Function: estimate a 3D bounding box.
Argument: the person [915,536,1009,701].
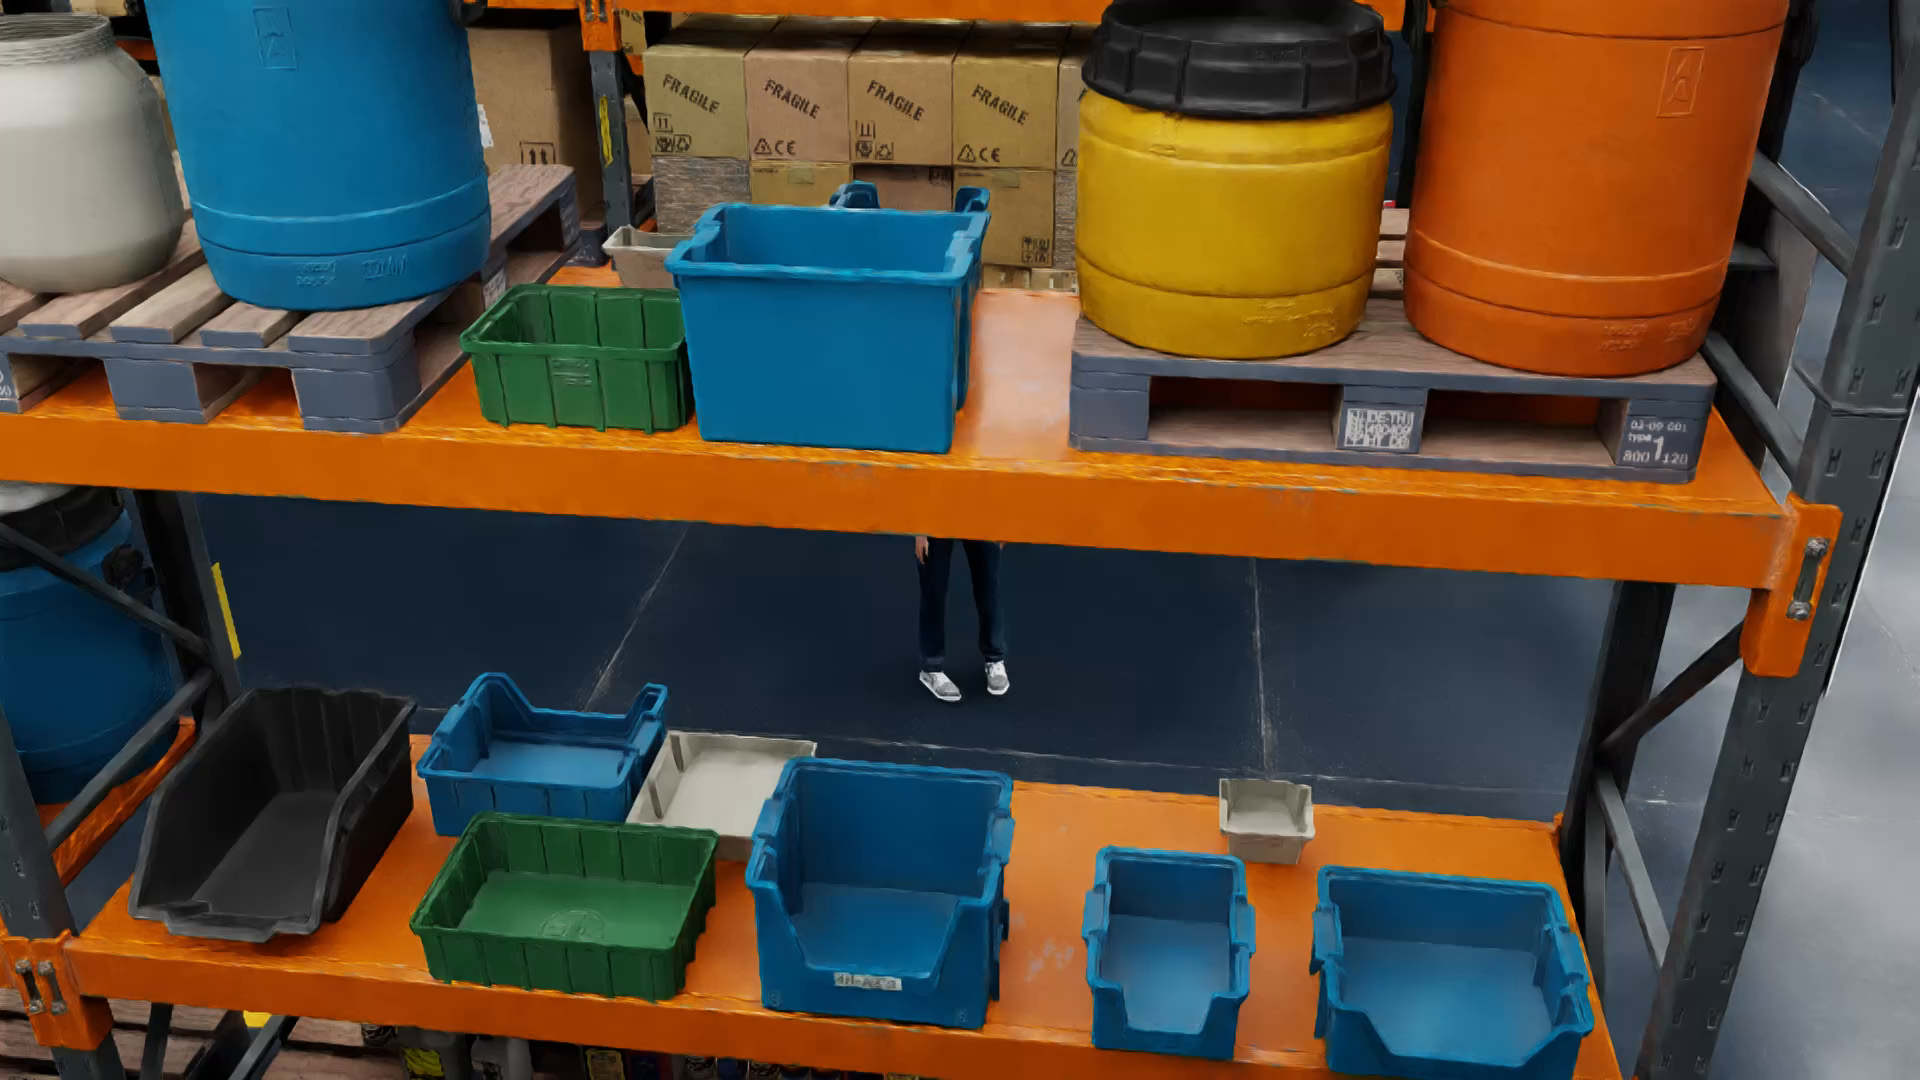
[{"bbox_3d":[0.009,-0.038,7.186,0.427,1.585,0.343,0,29,0],"label":"person"}]
